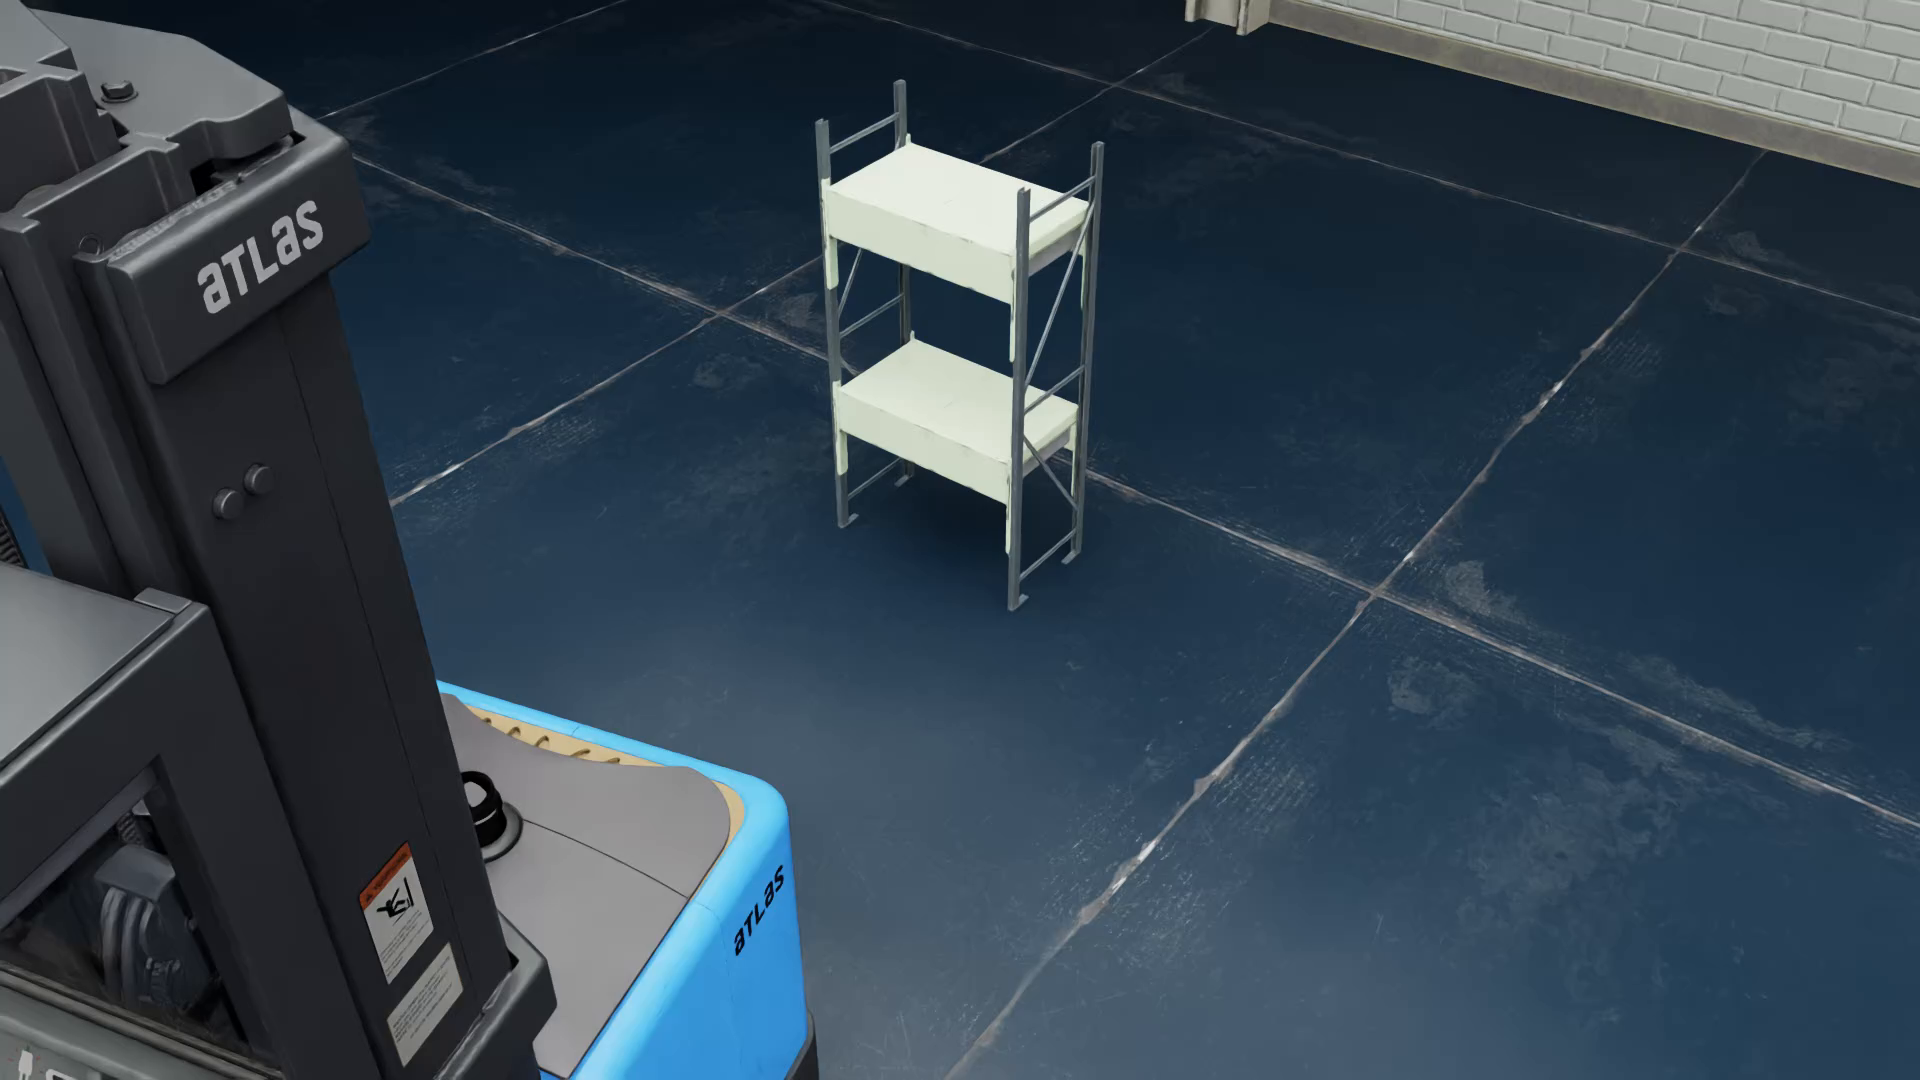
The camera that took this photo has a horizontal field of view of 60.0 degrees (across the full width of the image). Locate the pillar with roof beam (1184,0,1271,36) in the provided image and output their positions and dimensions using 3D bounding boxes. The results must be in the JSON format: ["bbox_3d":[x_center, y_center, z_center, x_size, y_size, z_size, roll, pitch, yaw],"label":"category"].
[{"bbox_3d":[-1.075,-4.429,4.108,0.400,9.000,9.100,25,45,29],"label":"pillar with roof beam"}]

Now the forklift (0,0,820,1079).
[{"bbox_3d":[-1.353,0.923,2.194,1.130,2.935,3.031,14,40,17],"label":"forklift"}]

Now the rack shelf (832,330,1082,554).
[{"bbox_3d":[-0.005,-0.336,5.492,0.720,0.370,0.431,25,45,29],"label":"rack shelf"}]

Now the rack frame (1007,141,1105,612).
[{"bbox_3d":[0.285,-0.456,5.116,0.023,1.500,0.400,25,45,29],"label":"rack frame"}]

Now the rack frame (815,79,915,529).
[{"bbox_3d":[-0.296,-0.730,5.466,0.023,1.500,0.400,25,45,29],"label":"rack frame"}]

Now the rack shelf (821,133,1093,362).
[{"bbox_3d":[-0.005,-0.900,5.050,0.720,0.370,0.431,25,45,29],"label":"rack shelf"}]

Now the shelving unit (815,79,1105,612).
[{"bbox_3d":[-0.005,-0.593,5.291,0.755,1.500,0.431,25,45,29],"label":"shelving unit"}]
